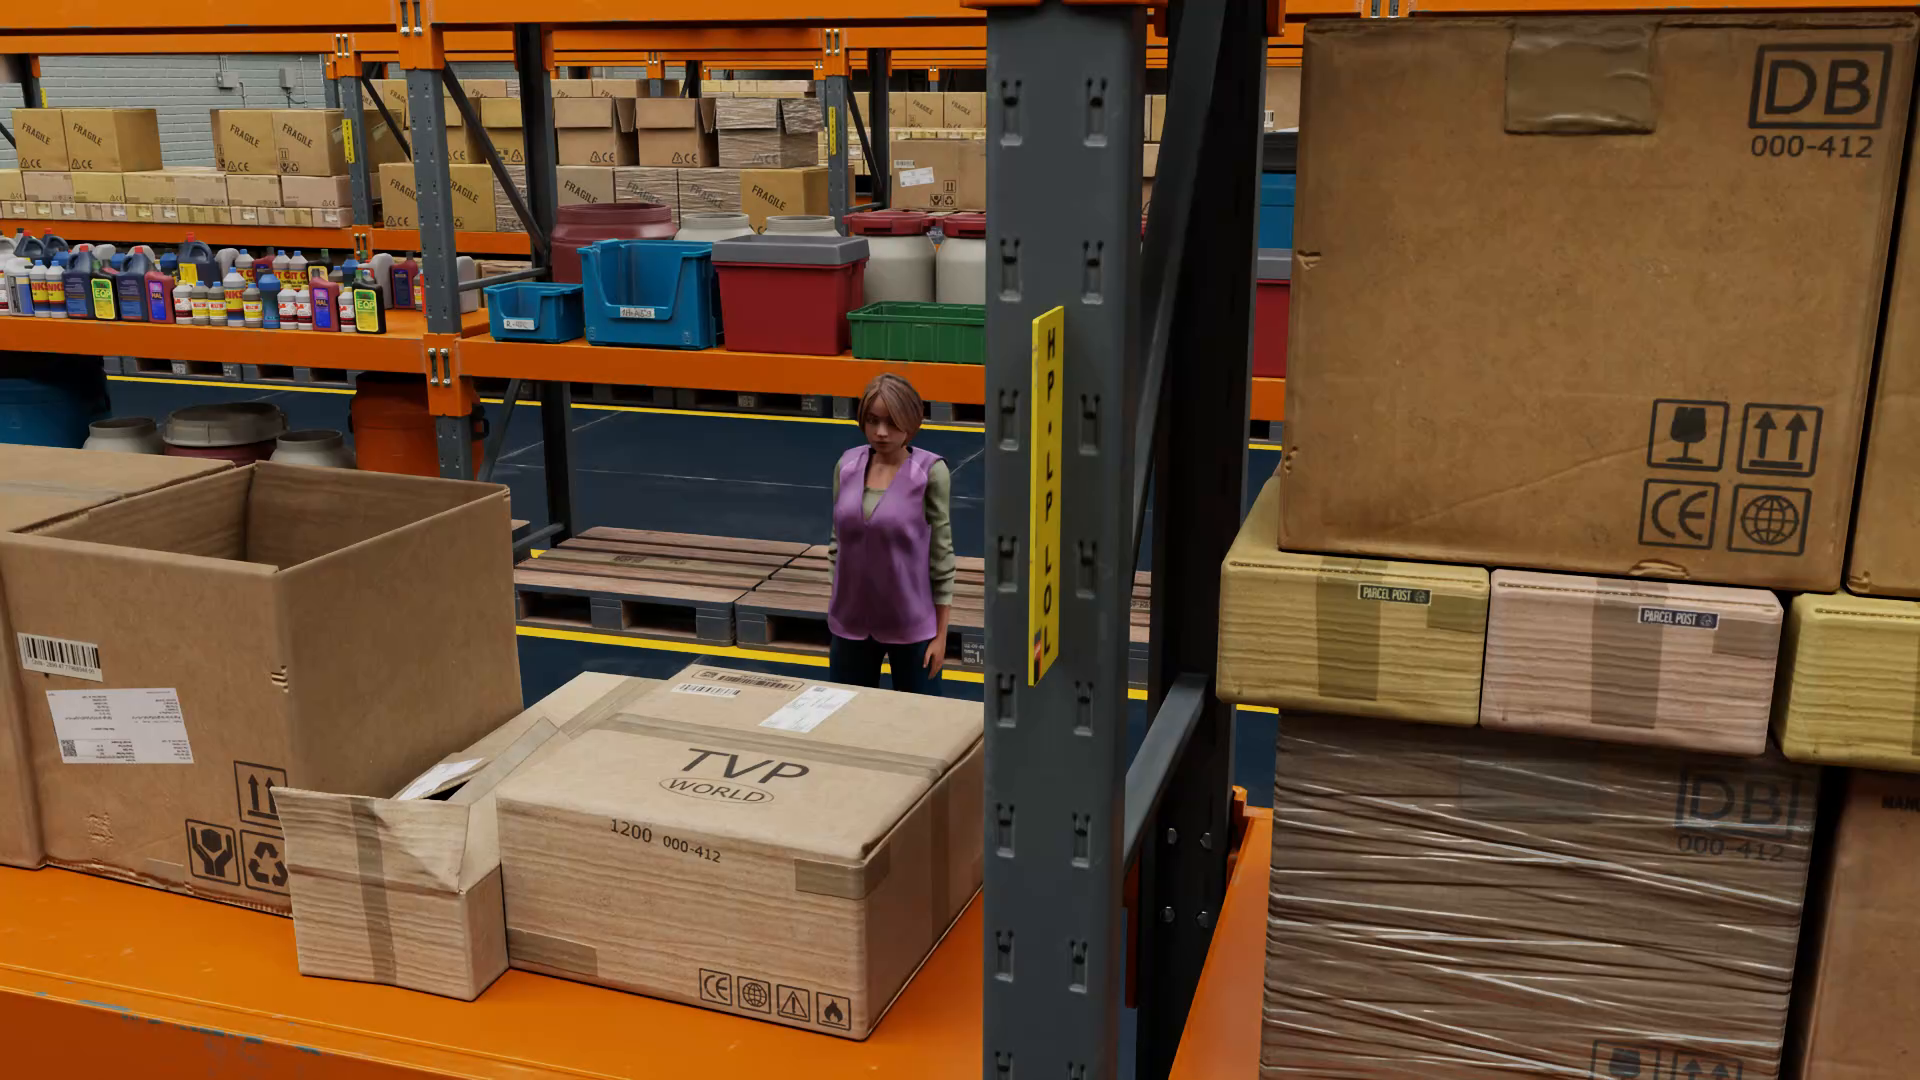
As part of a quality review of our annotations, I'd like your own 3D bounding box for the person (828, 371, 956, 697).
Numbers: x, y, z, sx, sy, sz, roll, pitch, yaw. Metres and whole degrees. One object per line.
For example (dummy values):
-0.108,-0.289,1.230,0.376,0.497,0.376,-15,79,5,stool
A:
-0.207,0.287,5.009,0.406,1.599,0.306,5,16,17,person
